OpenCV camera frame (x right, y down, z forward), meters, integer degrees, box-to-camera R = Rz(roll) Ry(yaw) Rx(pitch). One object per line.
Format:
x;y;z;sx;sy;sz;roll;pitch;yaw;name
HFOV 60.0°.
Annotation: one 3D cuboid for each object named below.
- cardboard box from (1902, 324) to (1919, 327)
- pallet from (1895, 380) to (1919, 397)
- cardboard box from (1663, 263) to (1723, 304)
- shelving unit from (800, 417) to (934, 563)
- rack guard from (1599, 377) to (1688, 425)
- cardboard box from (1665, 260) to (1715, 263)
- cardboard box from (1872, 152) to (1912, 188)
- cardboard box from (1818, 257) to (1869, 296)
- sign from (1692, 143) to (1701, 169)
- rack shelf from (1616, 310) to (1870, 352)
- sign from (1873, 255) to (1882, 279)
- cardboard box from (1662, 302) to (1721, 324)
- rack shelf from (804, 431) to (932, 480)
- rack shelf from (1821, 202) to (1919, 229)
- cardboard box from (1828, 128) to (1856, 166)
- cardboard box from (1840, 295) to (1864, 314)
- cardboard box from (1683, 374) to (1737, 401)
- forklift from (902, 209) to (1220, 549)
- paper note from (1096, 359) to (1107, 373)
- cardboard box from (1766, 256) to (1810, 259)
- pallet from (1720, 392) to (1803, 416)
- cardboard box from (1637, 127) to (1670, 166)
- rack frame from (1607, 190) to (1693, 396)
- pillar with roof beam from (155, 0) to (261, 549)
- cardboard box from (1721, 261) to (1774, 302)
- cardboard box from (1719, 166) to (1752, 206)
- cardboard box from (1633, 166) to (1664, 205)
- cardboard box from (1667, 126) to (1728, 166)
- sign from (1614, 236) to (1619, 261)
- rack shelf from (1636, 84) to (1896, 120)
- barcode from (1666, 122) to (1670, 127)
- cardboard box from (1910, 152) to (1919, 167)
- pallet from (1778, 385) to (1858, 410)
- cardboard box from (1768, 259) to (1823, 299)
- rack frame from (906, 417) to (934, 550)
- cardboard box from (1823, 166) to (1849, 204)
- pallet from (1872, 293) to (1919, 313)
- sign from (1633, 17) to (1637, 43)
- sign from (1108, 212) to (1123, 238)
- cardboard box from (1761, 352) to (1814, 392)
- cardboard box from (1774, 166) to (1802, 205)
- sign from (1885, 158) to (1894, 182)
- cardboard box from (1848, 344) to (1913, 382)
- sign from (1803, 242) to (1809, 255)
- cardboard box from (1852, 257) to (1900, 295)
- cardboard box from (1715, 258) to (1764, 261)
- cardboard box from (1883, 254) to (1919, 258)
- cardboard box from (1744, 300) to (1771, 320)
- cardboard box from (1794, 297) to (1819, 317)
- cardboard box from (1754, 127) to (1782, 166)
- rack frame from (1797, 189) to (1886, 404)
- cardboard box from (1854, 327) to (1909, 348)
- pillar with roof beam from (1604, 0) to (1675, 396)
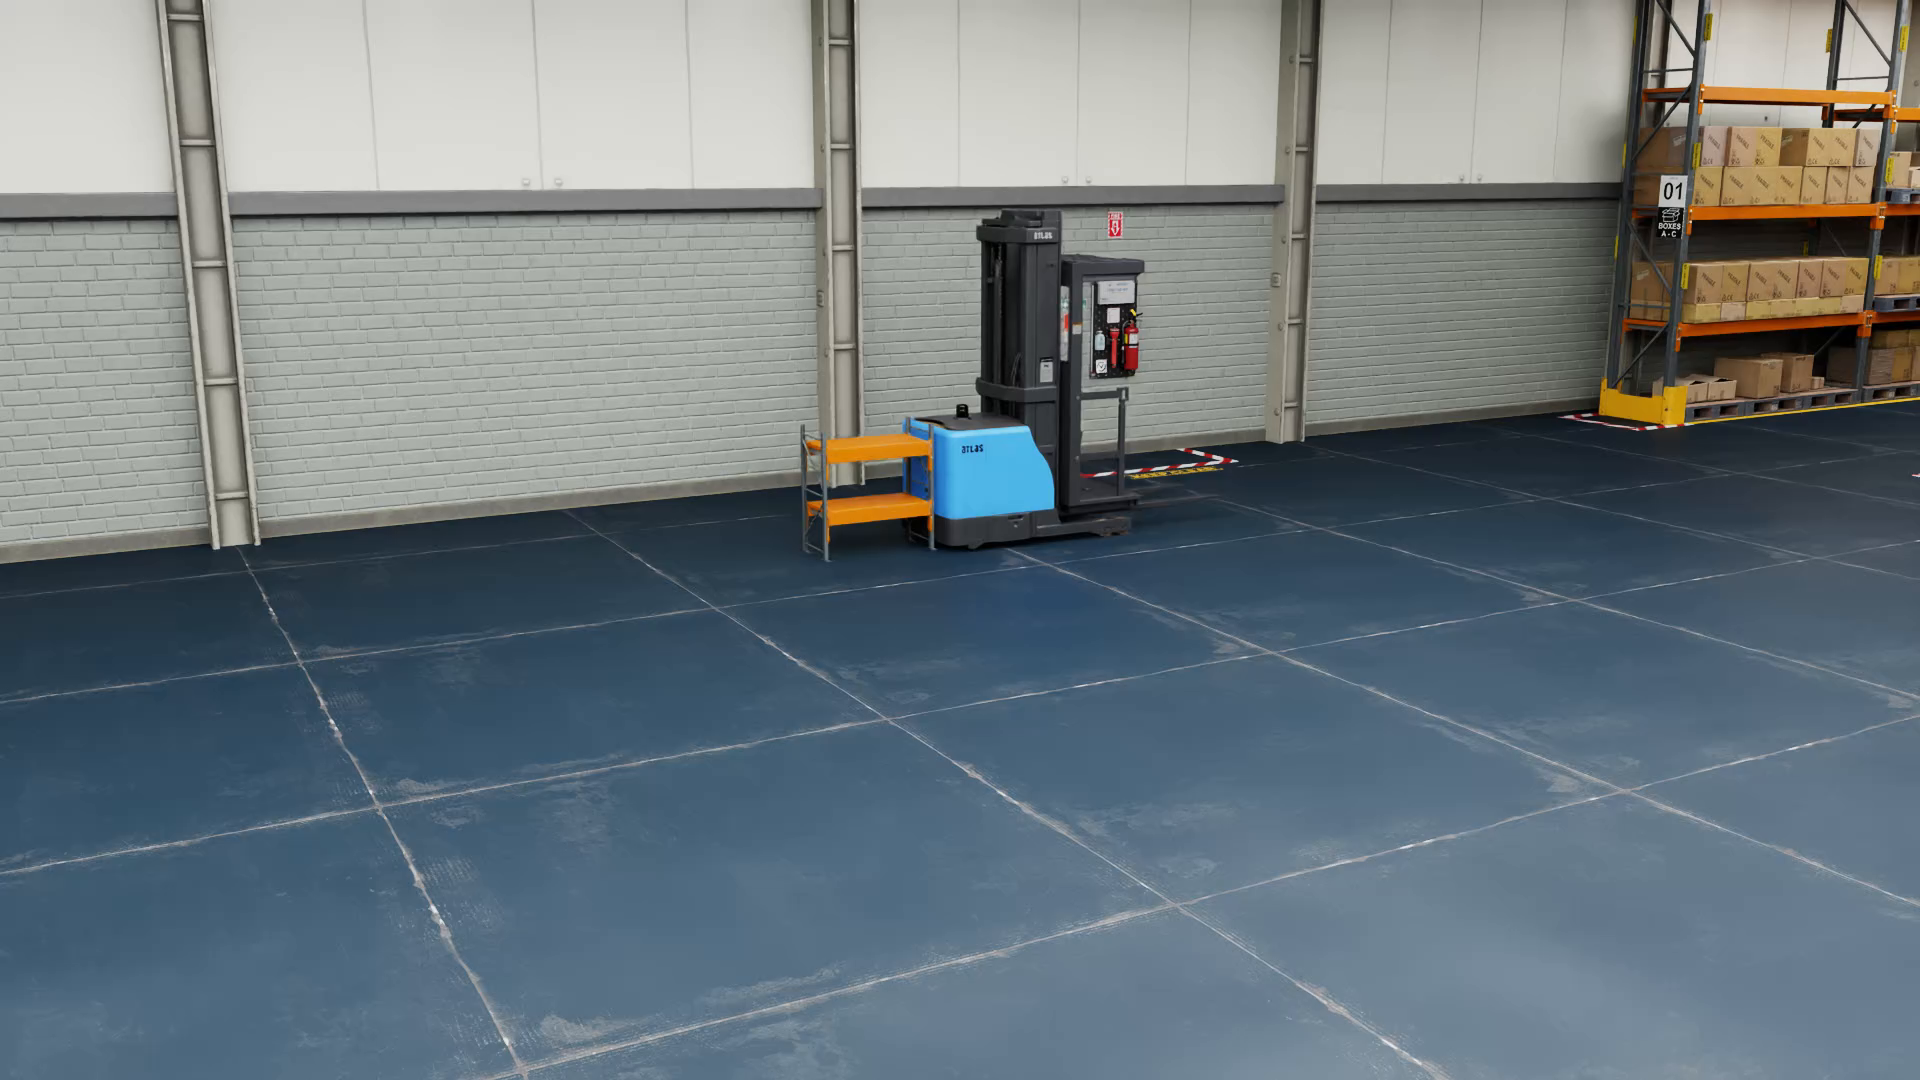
14.514;-3.098;25.026;0.500;0.250;0.500;-7;14;-28;cardboard box
14.344;-2.356;25.097;1.213;0.211;1.003;-7;14;-28;pallet
9.641;-3.379;21.879;0.500;0.500;0.500;-7;14;-28;cardboard box
-0.807;-0.456;14.574;1.048;1.125;0.538;-7;14;-27;shelving unit
9.145;-1.873;22.292;0.348;0.500;1.175;-7;14;-28;rack guard
9.837;-3.528;22.543;0.500;0.500;0.500;-7;14;-27;cardboard box
13.107;-5.264;23.652;0.500;0.500;0.500;-5;13;-20;cardboard box
12.322;-3.698;23.298;0.500;0.500;0.500;-7;14;-28;cardboard box
9.338;-4.869;21.092;0.005;0.325;0.100;-7;14;-28;sign
10.834;-2.944;22.995;4.000;0.370;1.077;-7;14;-28;rack shelf
12.856;-3.824;23.295;0.005;0.325;0.100;-7;14;-28;sign
9.659;-3.011;21.952;0.500;0.250;0.500;-7;15;-29;cardboard box
-0.807;-0.742;14.509;1.000;0.278;0.538;-7;14;-27;rack shelf
14.345;-4.828;24.536;4.000;0.370;1.077;-7;14;-28;rack shelf
11.801;-5.350;22.666;0.500;0.500;0.500;-6;14;-25;cardboard box
12.319;-3.333;23.385;0.500;0.250;0.500;-7;14;-28;cardboard box
10.229;-2.102;22.741;0.500;0.311;0.500;-6;14;-23;cardboard box
1.008;-1.554;15.338;3.031;2.935;1.130;-7;14;-27;forklift
1.636;-2.006;19.195;0.142;0.148;0.016;-7;14;-28;paper note
11.621;-3.745;23.504;0.500;0.500;0.500;-7;14;-28;cardboard box
10.944;-1.938;23.239;1.213;0.211;1.003;-7;14;-28;pallet
9.331;-5.190;21.955;0.500;0.500;0.500;-6;14;-25;cardboard box
9.078;-3.084;21.982;0.127;3.000;1.000;-7;14;-28;rack frame
-4.458;-3.528;10.290;0.400;9.000;9.100;-7;14;-28;pillar with roof beam
10.536;-3.482;22.338;0.500;0.500;0.500;-7;15;-30;cardboard box
9.980;-4.643;21.802;0.500;0.500;0.500;-6;14;-24;cardboard box
9.323;-4.699;22.051;0.500;0.500;0.500;-6;14;-24;cardboard box
9.533;-5.088;21.501;0.500;0.500;0.500;-8;15;-32;cardboard box
8.830;-3.912;22.304;0.005;0.325;0.100;-7;14;-28;sign
10.834;-5.869;22.337;4.000;0.370;1.077;-7;14;-28;rack shelf
9.462;-5.548;22.226;0.075;0.075;0.001;-7;14;-28;barcode
14.190;-5.394;24.229;0.500;0.500;0.500;-7;15;-30;cardboard box
12.017;-2.067;23.813;1.213;0.211;1.003;-7;14;-28;pallet
11.440;-3.594;22.833;0.500;0.500;0.500;-7;15;-29;cardboard box
-0.357;-0.508;14.805;0.032;1.125;0.500;-7;14;-27;rack frame
11.814;-4.875;22.836;0.500;0.500;0.500;-8;15;-33;cardboard box
13.330;-3.464;24.105;1.213;0.211;1.003;-7;14;-28;pallet
8.830;-6.653;21.688;0.005;0.325;0.100;-7;14;-28;sign
1.770;-3.590;18.949;0.199;0.298;0.001;-7;14;-28;sign
11.697;-2.383;23.558;0.500;0.500;0.500;-8;15;-32;cardboard box
10.894;-4.759;22.317;0.500;0.500;0.500;-6;14;-24;cardboard box
12.856;-5.117;23.004;0.005;0.325;0.100;-7;14;-28;sign
13.657;-2.645;24.720;0.500;0.500;0.700;-7;15;-29;cardboard box
12.320;-4.176;24.198;0.005;0.325;0.100;-7;14;-28;sign
13.052;-3.815;24.001;0.500;0.500;0.700;-7;14;-28;cardboard box
10.730;-3.636;23.024;0.500;0.500;0.500;-7;14;-27;cardboard box
14.109;-3.948;24.590;0.500;0.500;0.700;-5;14;-20;cardboard box
10.558;-3.121;22.440;0.500;0.250;0.500;-7;15;-29;cardboard box
11.443;-3.227;22.911;0.500;0.250;0.500;-7;14;-28;cardboard box
10.442;-5.187;21.942;0.500;0.500;0.500;-6;14;-26;cardboard box
12.589;-3.505;23.851;0.127;3.000;1.000;-7;14;-28;rack frame
13.612;-2.994;24.562;0.500;0.250;0.500;-7;15;-29;cardboard box
11.341;-5.422;18.704;0.400;9.000;9.100;-7;14;-28;pillar with roof beam
